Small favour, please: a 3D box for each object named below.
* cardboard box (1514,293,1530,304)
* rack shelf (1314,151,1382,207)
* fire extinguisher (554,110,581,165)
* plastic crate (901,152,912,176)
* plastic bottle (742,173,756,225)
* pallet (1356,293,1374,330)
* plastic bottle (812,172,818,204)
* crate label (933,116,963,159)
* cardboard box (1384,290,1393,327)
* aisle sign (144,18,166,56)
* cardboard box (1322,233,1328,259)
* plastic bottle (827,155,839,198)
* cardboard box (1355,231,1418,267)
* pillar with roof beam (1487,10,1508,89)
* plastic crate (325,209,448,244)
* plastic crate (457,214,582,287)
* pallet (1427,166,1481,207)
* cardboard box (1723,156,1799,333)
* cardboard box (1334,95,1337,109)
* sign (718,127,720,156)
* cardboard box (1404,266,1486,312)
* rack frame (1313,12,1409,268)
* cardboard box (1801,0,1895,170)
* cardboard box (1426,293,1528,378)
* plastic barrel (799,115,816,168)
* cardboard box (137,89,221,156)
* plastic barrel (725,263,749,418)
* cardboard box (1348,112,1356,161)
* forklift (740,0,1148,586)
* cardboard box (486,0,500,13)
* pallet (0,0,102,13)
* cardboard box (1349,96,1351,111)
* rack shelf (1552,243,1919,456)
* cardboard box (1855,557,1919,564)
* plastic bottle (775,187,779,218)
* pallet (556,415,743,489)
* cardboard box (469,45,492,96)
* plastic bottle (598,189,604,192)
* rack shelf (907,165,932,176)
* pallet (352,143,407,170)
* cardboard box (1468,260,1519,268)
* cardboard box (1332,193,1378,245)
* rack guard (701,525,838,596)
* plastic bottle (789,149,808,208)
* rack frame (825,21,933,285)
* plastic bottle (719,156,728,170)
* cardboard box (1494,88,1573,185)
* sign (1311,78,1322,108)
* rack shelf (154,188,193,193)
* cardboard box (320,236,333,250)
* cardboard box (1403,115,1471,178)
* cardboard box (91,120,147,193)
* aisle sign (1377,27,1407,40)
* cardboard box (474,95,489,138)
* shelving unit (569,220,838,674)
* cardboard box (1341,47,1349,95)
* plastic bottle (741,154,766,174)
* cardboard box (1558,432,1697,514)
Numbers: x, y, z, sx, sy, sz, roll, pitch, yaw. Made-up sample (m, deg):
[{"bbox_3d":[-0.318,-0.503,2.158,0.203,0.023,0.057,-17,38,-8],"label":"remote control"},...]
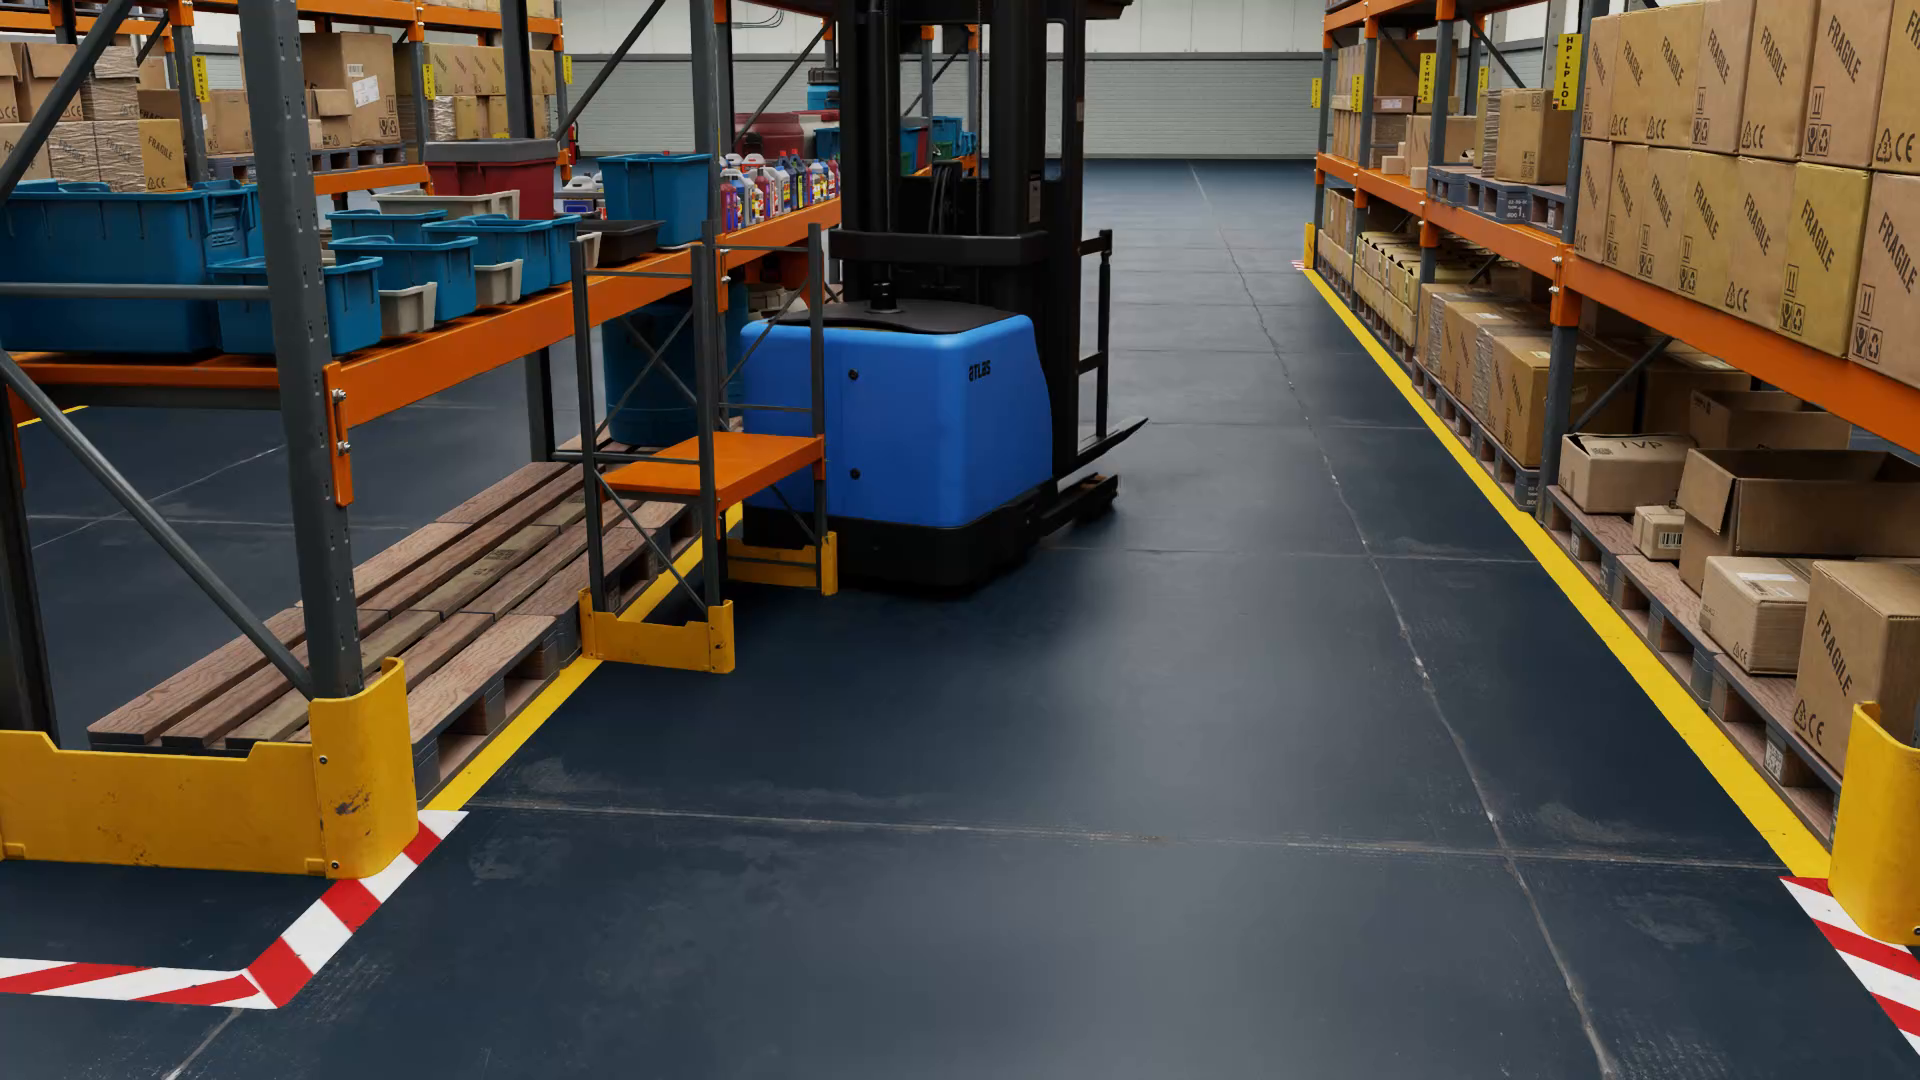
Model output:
[{"bbox_3d":[3.839,-1.307,10.694,0.500,0.500,0.500,2,15,8],"label":"cardboard box"},{"bbox_3d":[4.389,-3.759,17.196,1.077,0.370,4.000,2,15,6],"label":"rack shelf"},{"bbox_3d":[-4.757,-4.897,20.173,0.296,0.674,0.183,2,15,6],"label":"fire extinguisher"},{"bbox_3d":[-0.674,-3.172,14.054,0.450,0.188,0.662,2,15,6],"label":"plastic crate"},{"bbox_3d":[-1.149,-1.831,8.933,0.097,0.271,0.097,0,15,0],"label":"plastic bottle"},{"bbox_3d":[4.119,-2.050,14.837,1.003,0.211,1.213,2,15,6],"label":"pallet"},{"bbox_3d":[-0.954,-2.243,10.592,0.097,0.201,0.097,0,15,0],"label":"plastic bottle"},{"bbox_3d":[-0.246,-4.304,17.765,0.502,0.435,0.616,2,15,6],"label":"crate label"},{"bbox_3d":[3.643,-1.834,13.160,0.500,0.250,0.500,2,15,8],"label":"cardboard box"},{"bbox_3d":[-9.839,-6.355,20.437,0.394,0.787,0.004,2,15,6],"label":"aisle sign"},{"bbox_3d":[4.280,-3.238,18.355,0.500,0.250,0.500,2,15,6],"label":"cardboard box"},{"bbox_3d":[-0.857,-2.464,11.250,0.061,0.283,0.133,2,15,6],"label":"plastic bottle"},{"bbox_3d":[3.869,-2.634,15.046,0.500,0.311,0.500,2,15,6],"label":"cardboard box"},{"bbox_3d":[8.748,-13.521,40.425,9.100,9.000,0.400,2,15,6],"label":"pillar with roof beam"},{"bbox_3d":[-2.135,-1.111,6.229,0.416,0.233,0.300,2,15,6],"label":"plastic crate"},{"bbox_3d":[-1.575,-1.044,5.983,0.416,0.233,0.300,2,15,6],"label":"plastic crate"},{"bbox_3d":[3.705,-2.280,10.715,1.213,0.211,1.003,2,15,6],"label":"pallet"},{"bbox_3d":[2.706,-0.912,5.096,0.500,0.500,0.500,2,15,7],"label":"cardboard box"},{"bbox_3d":[4.329,-4.823,18.317,0.380,0.149,0.250,1,15,5],"label":"cardboard box"},{"bbox_3d":[-1.757,-2.790,11.923,0.100,0.325,0.005,2,15,6],"label":"sign"},{"bbox_3d":[3.526,-1.840,12.108,0.500,0.311,0.500,2,15,8],"label":"cardboard box"},{"bbox_3d":[4.614,-4.625,19.021,1.000,3.000,0.127,2,15,6],"label":"rack frame"},{"bbox_3d":[2.642,-1.261,4.472,0.500,0.500,0.500,2,15,8],"label":"cardboard box"},{"bbox_3d":[3.323,-1.311,10.708,0.500,0.500,0.500,1,15,4],"label":"cardboard box"},{"bbox_3d":[-1.306,-3.024,12.886,0.421,0.512,0.421,0,15,0],"label":"plastic barrel"},{"bbox_3d":[-6.110,-3.235,12.885,0.500,0.500,0.500,0,15,-1],"label":"cardboard box"},{"bbox_3d":[-1.503,-1.174,9.472,0.600,0.901,0.708,2,15,6],"label":"plastic barrel"},{"bbox_3d":[4.377,-4.151,17.076,0.700,0.500,0.500,2,15,8],"label":"cardboard box"},{"bbox_3d":[0.135,-1.567,7.843,1.130,2.935,3.031,7,16,23],"label":"forklift"},{"bbox_3d":[-5.201,-5.768,17.789,0.500,0.250,0.500,1,15,5],"label":"cardboard box"},{"bbox_3d":[-10.354,-5.986,18.475,1.003,0.211,1.213,2,15,6],"label":"pallet"},{"bbox_3d":[4.153,-4.424,16.843,0.380,0.149,0.250,2,15,8],"label":"cardboard box"},{"bbox_3d":[3.035,-0.647,5.686,1.077,0.370,4.000,2,15,6],"label":"rack shelf"},{"bbox_3d":[3.265,0.247,5.426,0.500,0.250,0.500,2,15,6],"label":"cardboard box"},{"bbox_3d":[-1.085,-1.942,9.479,0.097,0.201,0.097,0,15,0],"label":"plastic bottle"},{"bbox_3d":[-1.532,-0.513,9.154,1.003,0.211,1.213,2,15,6],"label":"pallet"},{"bbox_3d":[-5.264,-4.924,17.448,0.500,0.500,0.500,2,15,6],"label":"cardboard box"},{"bbox_3d":[-1.876,-1.739,8.729,0.097,0.201,0.097,0,15,0],"label":"plastic bottle"},{"bbox_3d":[-0.984,-2.869,13.903,1.077,0.370,4.000,2,15,6],"label":"rack shelf"},{"bbox_3d":[-5.910,-3.594,15.575,1.003,0.211,1.213,2,15,6],"label":"pallet"},{"bbox_3d":[4.114,-1.960,12.554,0.500,0.311,0.500,1,15,5],"label":"cardboard box"},{"bbox_3d":[4.161,-3.341,17.299,0.500,0.500,0.500,2,15,6],"label":"cardboard box"},{"bbox_3d":[-0.793,0.075,6.905,0.587,0.250,0.087,5,16,17],"label":"rack guard"},{"bbox_3d":[-1.020,-2.220,10.218,0.144,0.351,0.185,2,15,6],"label":"plastic bottle"},{"bbox_3d":[-0.758,-3.735,15.727,1.000,3.000,0.127,2,15,6],"label":"rack frame"},{"bbox_3d":[-1.632,-2.415,11.083,0.152,0.276,0.135,2,15,6],"label":"plastic bottle"},{"bbox_3d":[3.398,-2.224,9.144,0.700,0.500,0.500,-2,15,-8],"label":"cardboard box"},{"bbox_3d":[4.064,-5.099,18.964,0.100,0.325,0.005,2,15,6],"label":"sign"},{"bbox_3d":[-6.357,-1.977,10.606,1.077,0.370,4.000,2,15,6],"label":"rack shelf"},{"bbox_3d":[-5.905,-2.459,14.957,0.700,0.500,0.500,0,15,1],"label":"cardboard box"},{"bbox_3d":[4.001,-3.301,13.931,0.500,0.500,0.500,3,15,10],"label":"cardboard box"},{"bbox_3d":[-6.002,-2.627,11.439,0.500,0.500,0.500,2,15,6],"label":"cardboard box"},{"bbox_3d":[4.914,-5.889,18.713,0.394,0.787,0.004,2,15,6],"label":"aisle sign"},{"bbox_3d":[-5.520,-4.449,17.606,0.875,0.500,0.500,2,15,6],"label":"cardboard box"},{"bbox_3d":[-0.943,-0.404,6.284,0.587,1.500,1.083,5,16,17],"label":"shelving unit"},{"bbox_3d":[4.489,-5.029,17.836,0.700,0.500,0.500,1,15,5],"label":"cardboard box"},{"bbox_3d":[-1.428,-2.530,11.511,0.152,0.276,0.135,2,15,6],"label":"plastic bottle"},{"bbox_3d":[2.998,-0.325,7.425,0.500,0.311,0.500,2,15,6],"label":"cardboard box"}]
